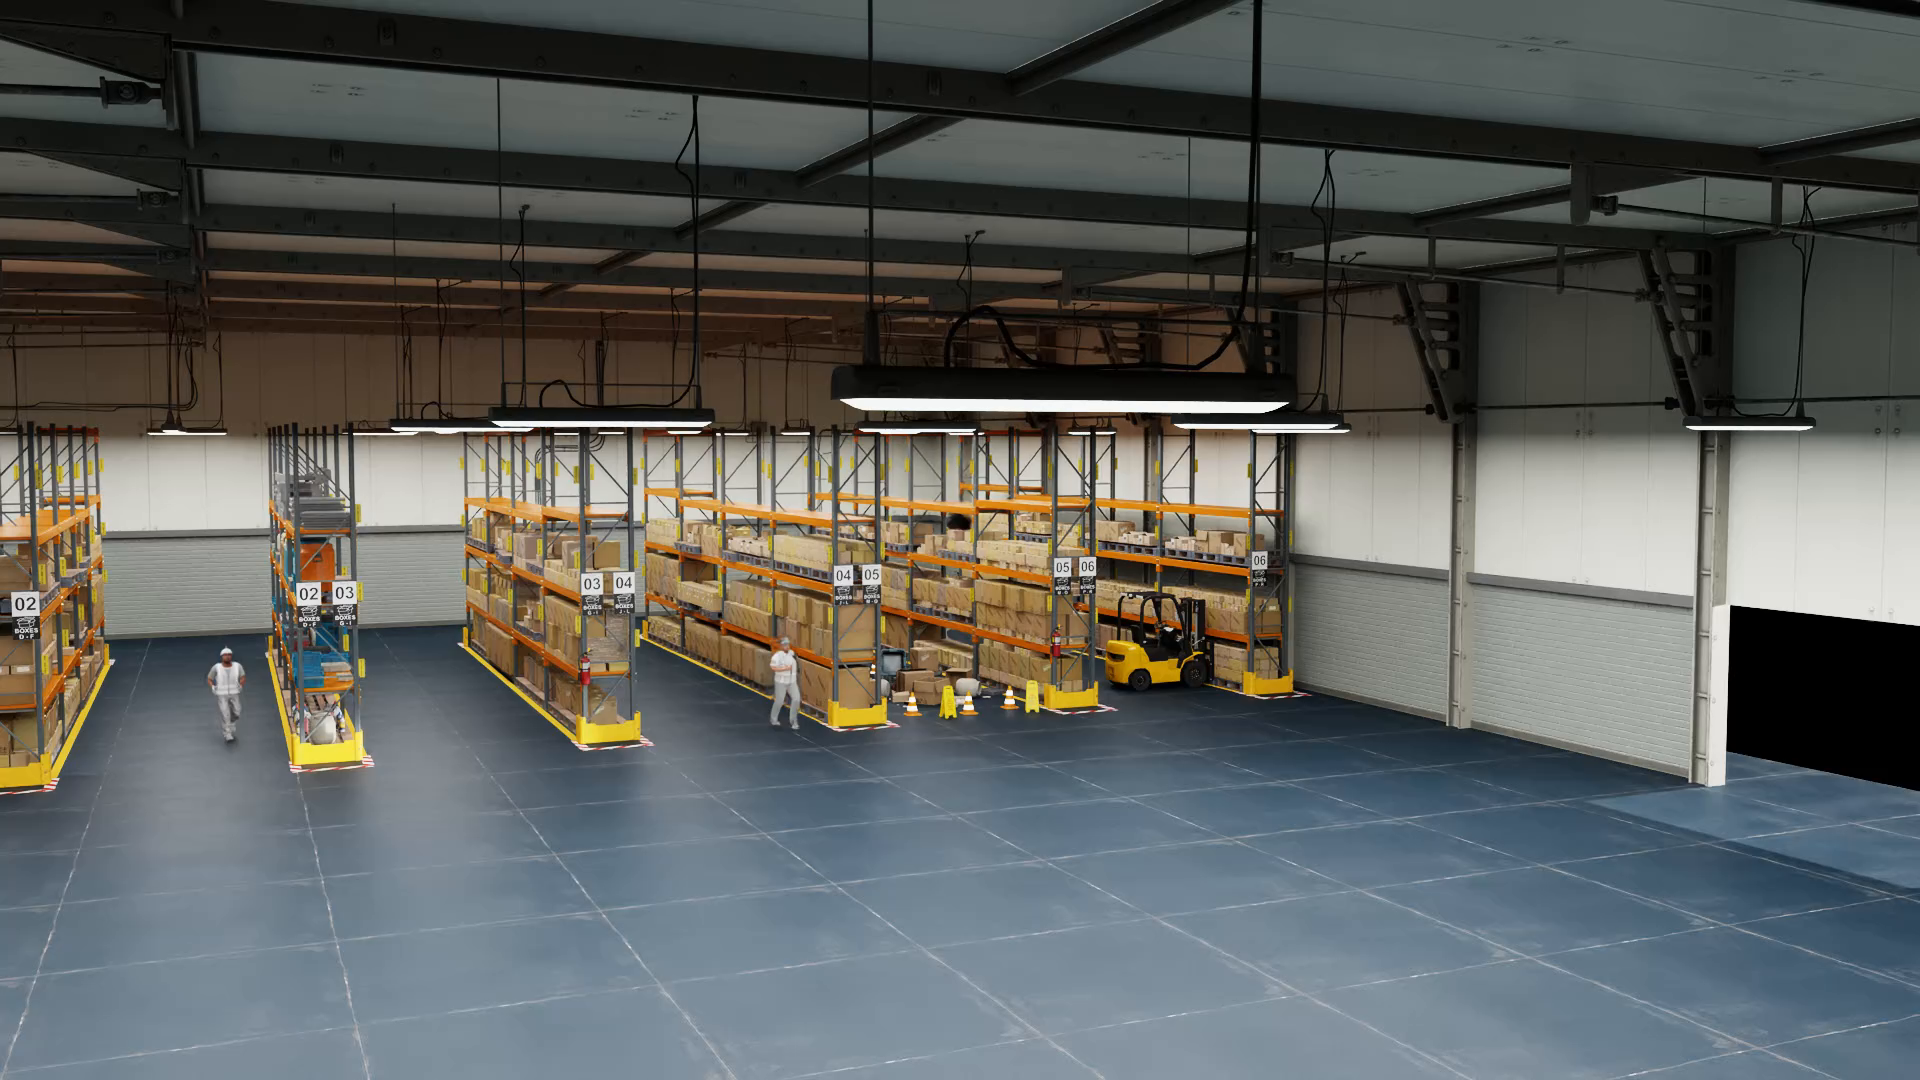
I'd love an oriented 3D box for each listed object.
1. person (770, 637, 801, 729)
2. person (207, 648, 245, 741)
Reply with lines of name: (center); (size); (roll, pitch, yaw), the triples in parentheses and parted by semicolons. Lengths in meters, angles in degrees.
person: (-3.455, 2.843, 32.843); (0.643, 1.876, 0.742); (-3, 4, -36)
person: (-13.925, 2.924, 31.594); (0.685, 1.735, 0.667); (-2, 4, -33)
